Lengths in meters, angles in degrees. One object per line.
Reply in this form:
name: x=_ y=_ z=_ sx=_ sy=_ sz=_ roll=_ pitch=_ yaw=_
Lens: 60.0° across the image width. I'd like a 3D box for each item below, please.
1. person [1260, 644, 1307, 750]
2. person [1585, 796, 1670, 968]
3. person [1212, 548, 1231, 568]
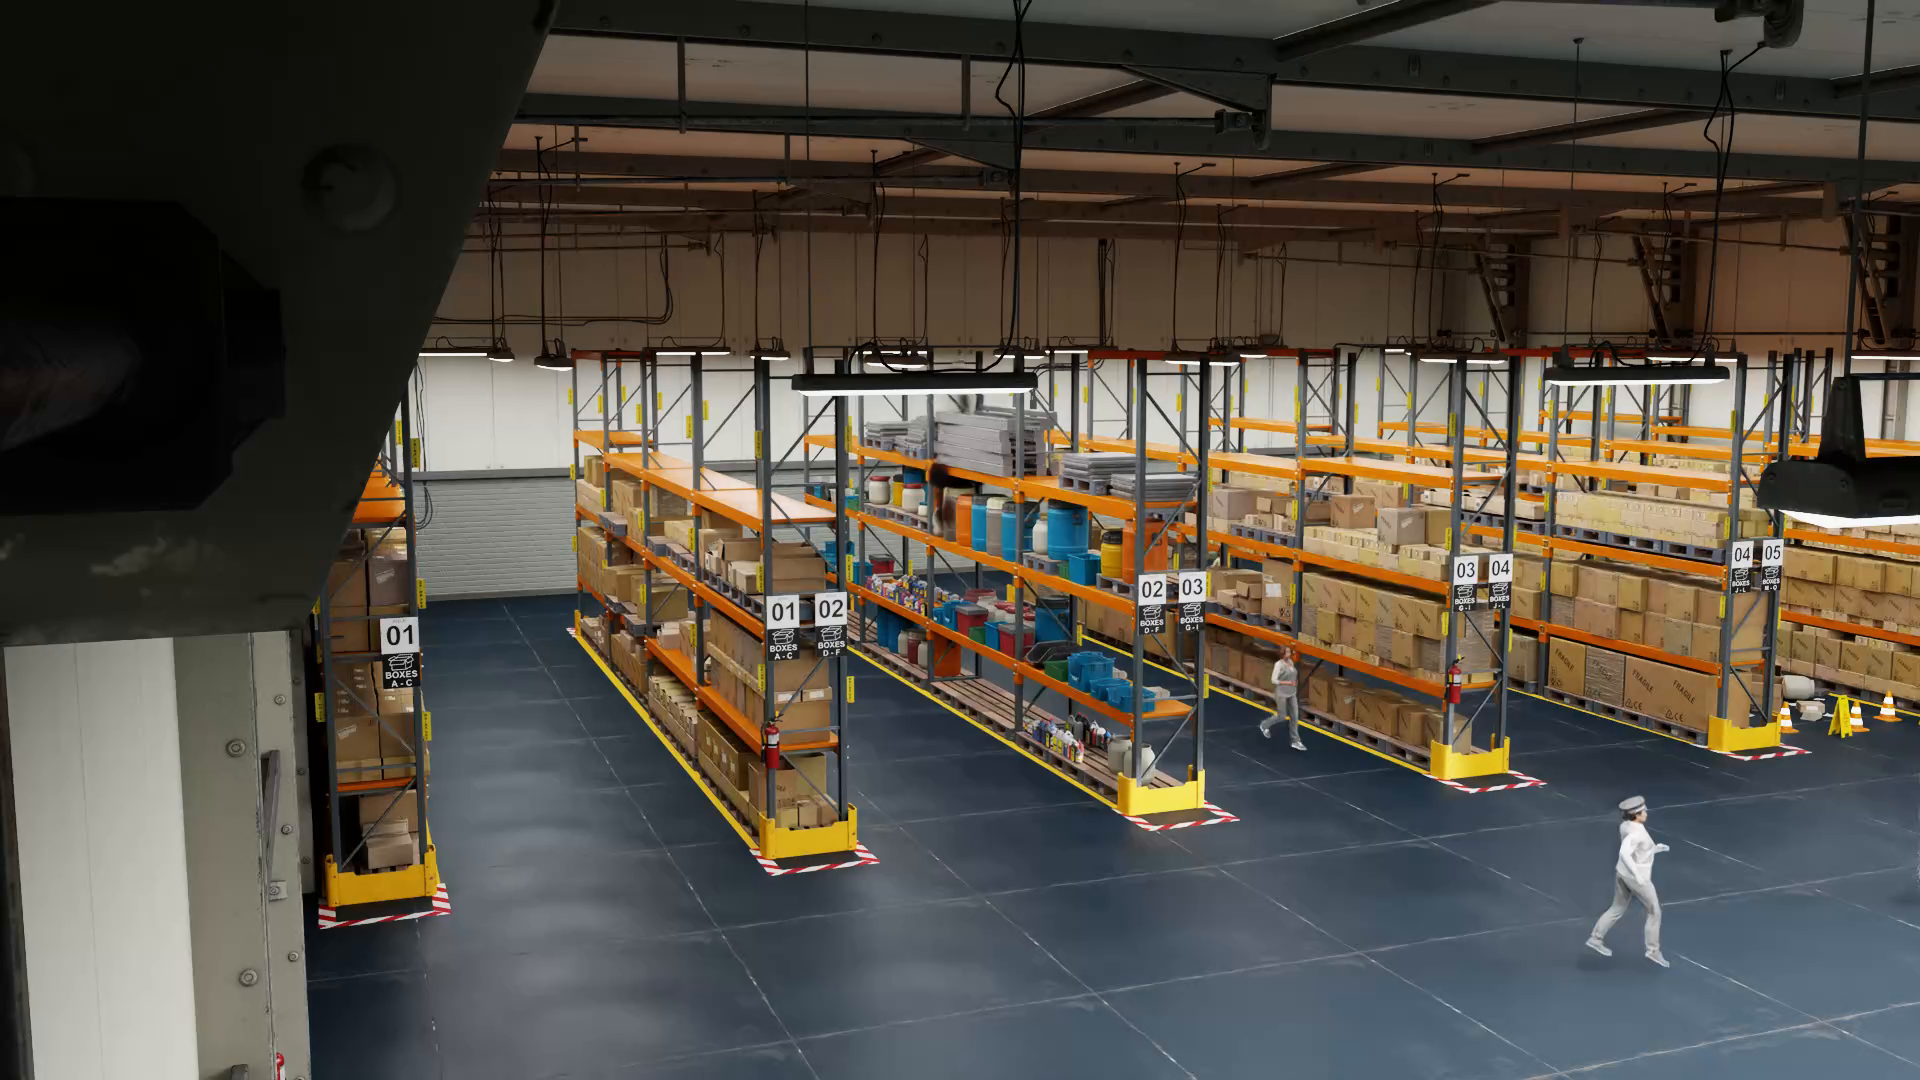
person: x=4.959 y=2.374 z=25.379 sx=0.541 sy=1.574 sz=0.867 roll=-5 pitch=9 yaw=-37
person: x=6.737 y=3.419 z=16.669 sx=0.791 sy=1.741 sz=0.587 roll=0 pitch=7 yaw=-3
person: x=5.808 y=0.955 z=36.679 sx=0.578 sy=1.668 sz=0.653 roll=-2 pitch=7 yaw=-17
